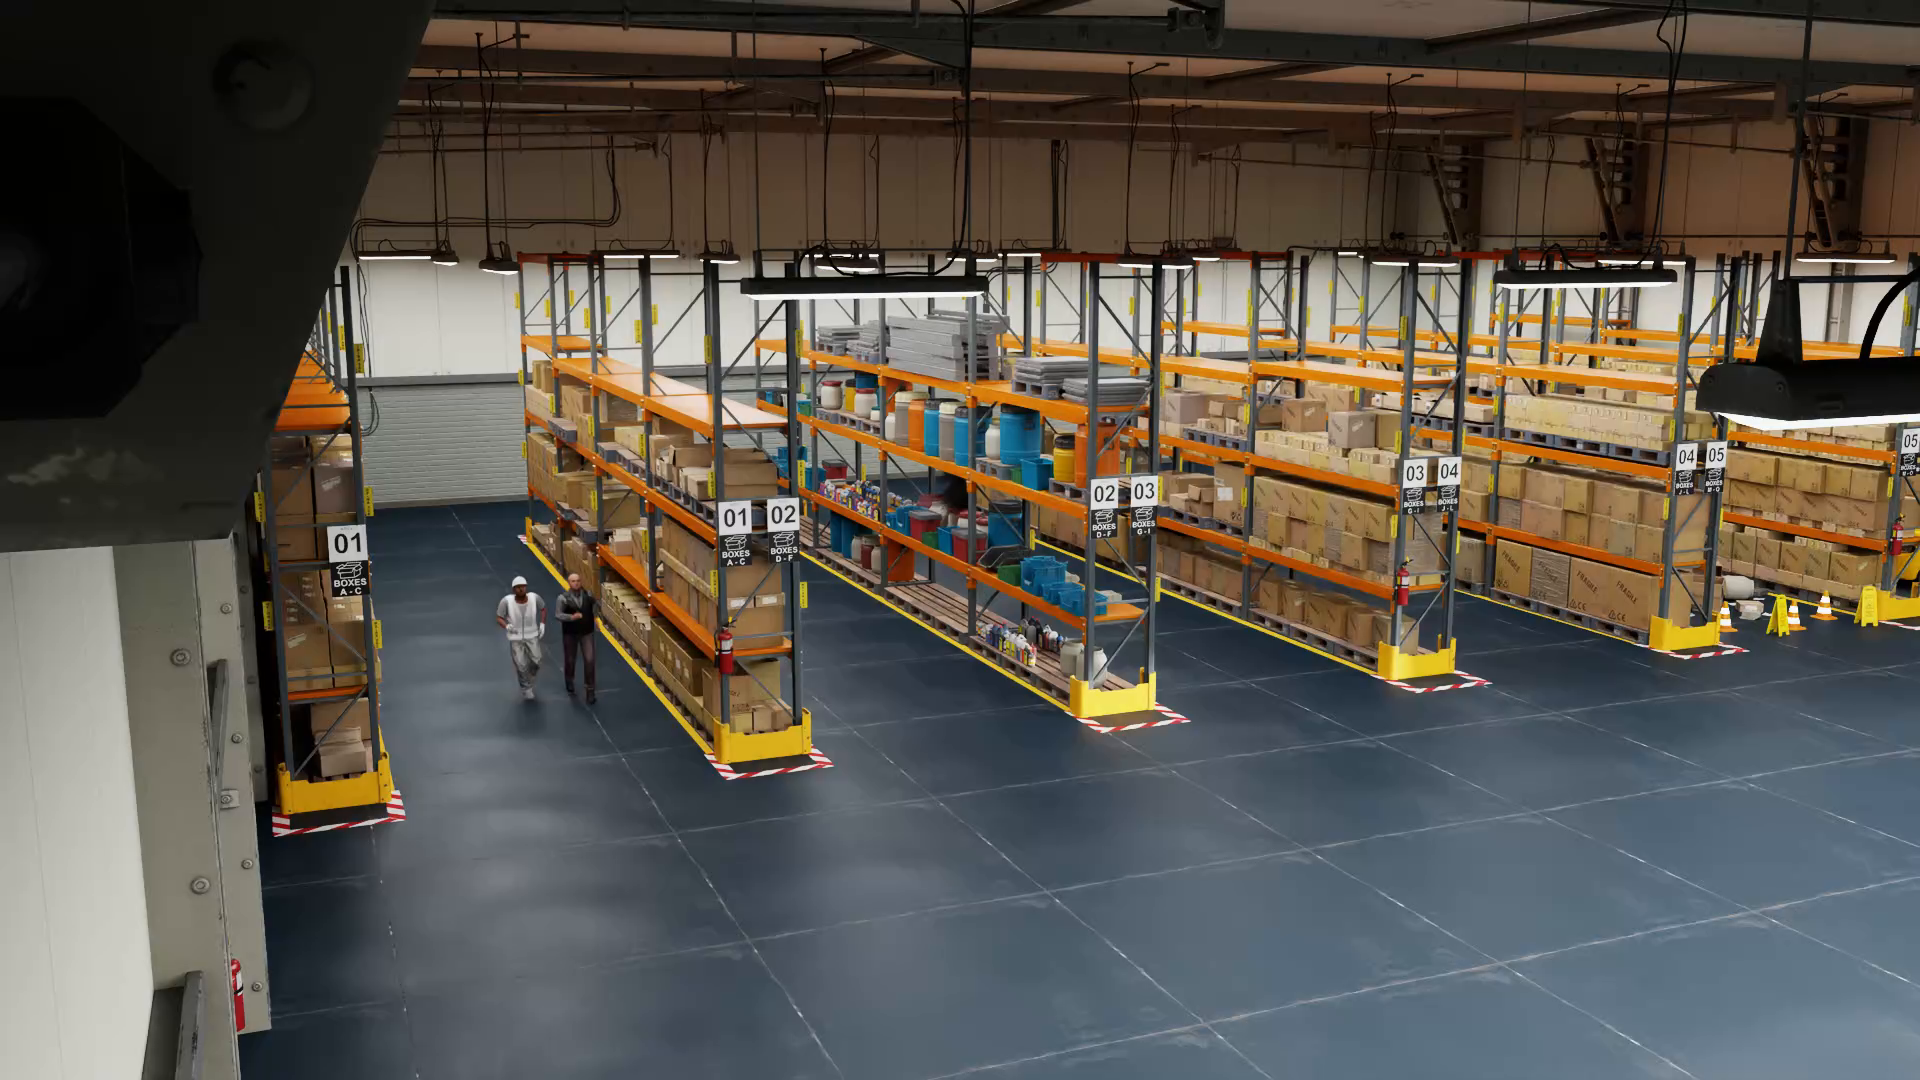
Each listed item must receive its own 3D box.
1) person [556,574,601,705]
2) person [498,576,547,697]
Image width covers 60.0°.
[{"bbox_3d":[-5.233,1.324,22.861,0.644,1.733,0.913,-5,11,-24],"label":"person"},{"bbox_3d":[-5.964,1.346,22.786,0.679,1.732,0.638,-4,11,-20],"label":"person"}]
